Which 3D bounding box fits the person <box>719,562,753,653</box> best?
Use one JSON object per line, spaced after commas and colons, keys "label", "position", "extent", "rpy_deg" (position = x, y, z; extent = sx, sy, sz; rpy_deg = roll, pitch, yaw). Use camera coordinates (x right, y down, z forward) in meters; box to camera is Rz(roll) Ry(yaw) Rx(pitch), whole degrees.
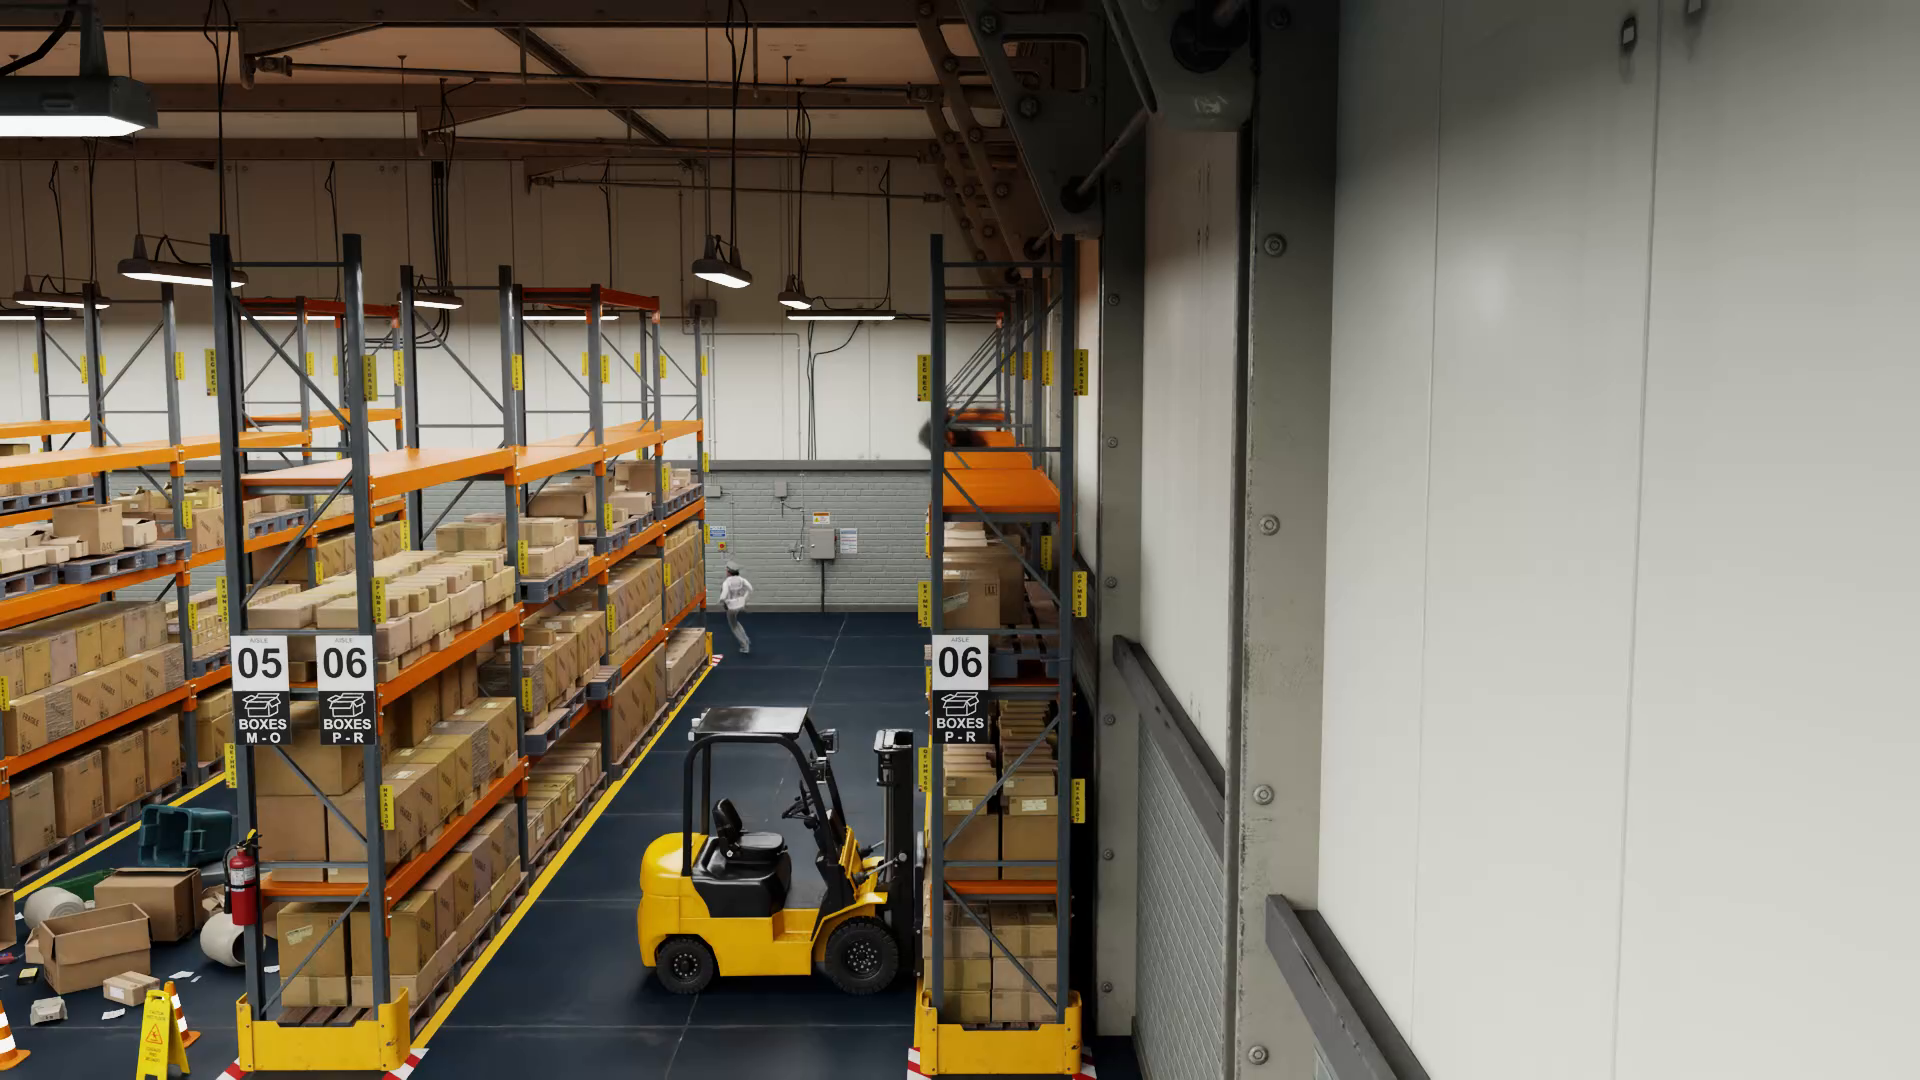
{"label": "person", "position": [-3.956, 1.178, 28.912], "extent": [0.524, 1.639, 0.690], "rpy_deg": [6, 9, 45]}
